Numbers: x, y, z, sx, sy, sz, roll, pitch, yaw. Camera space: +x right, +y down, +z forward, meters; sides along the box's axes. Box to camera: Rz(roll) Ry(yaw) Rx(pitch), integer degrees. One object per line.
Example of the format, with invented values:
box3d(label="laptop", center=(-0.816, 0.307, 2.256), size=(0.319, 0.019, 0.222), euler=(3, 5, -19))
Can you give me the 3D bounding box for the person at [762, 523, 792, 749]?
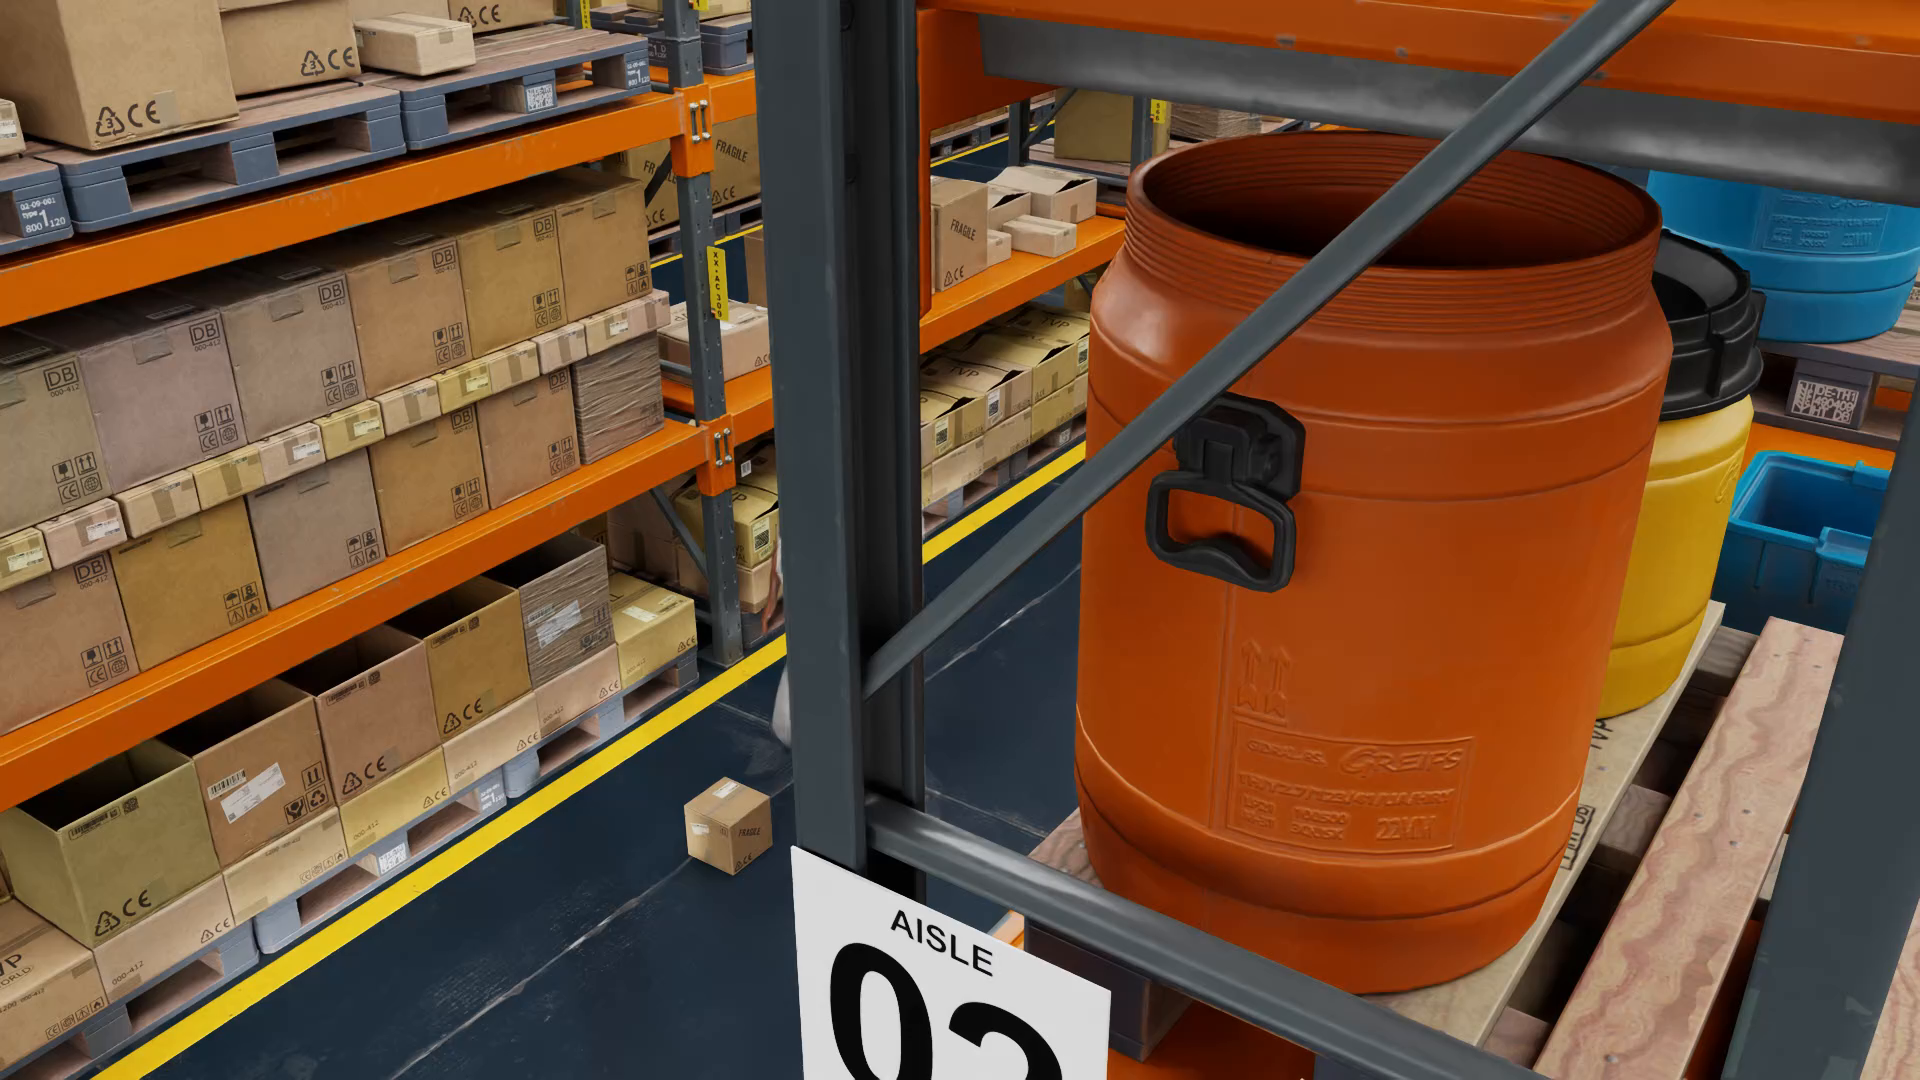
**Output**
box3d(label="person", center=(-0.494, 0.440, 6.857), size=(0.986, 1.606, 0.529), euler=(17, 32, 30))
